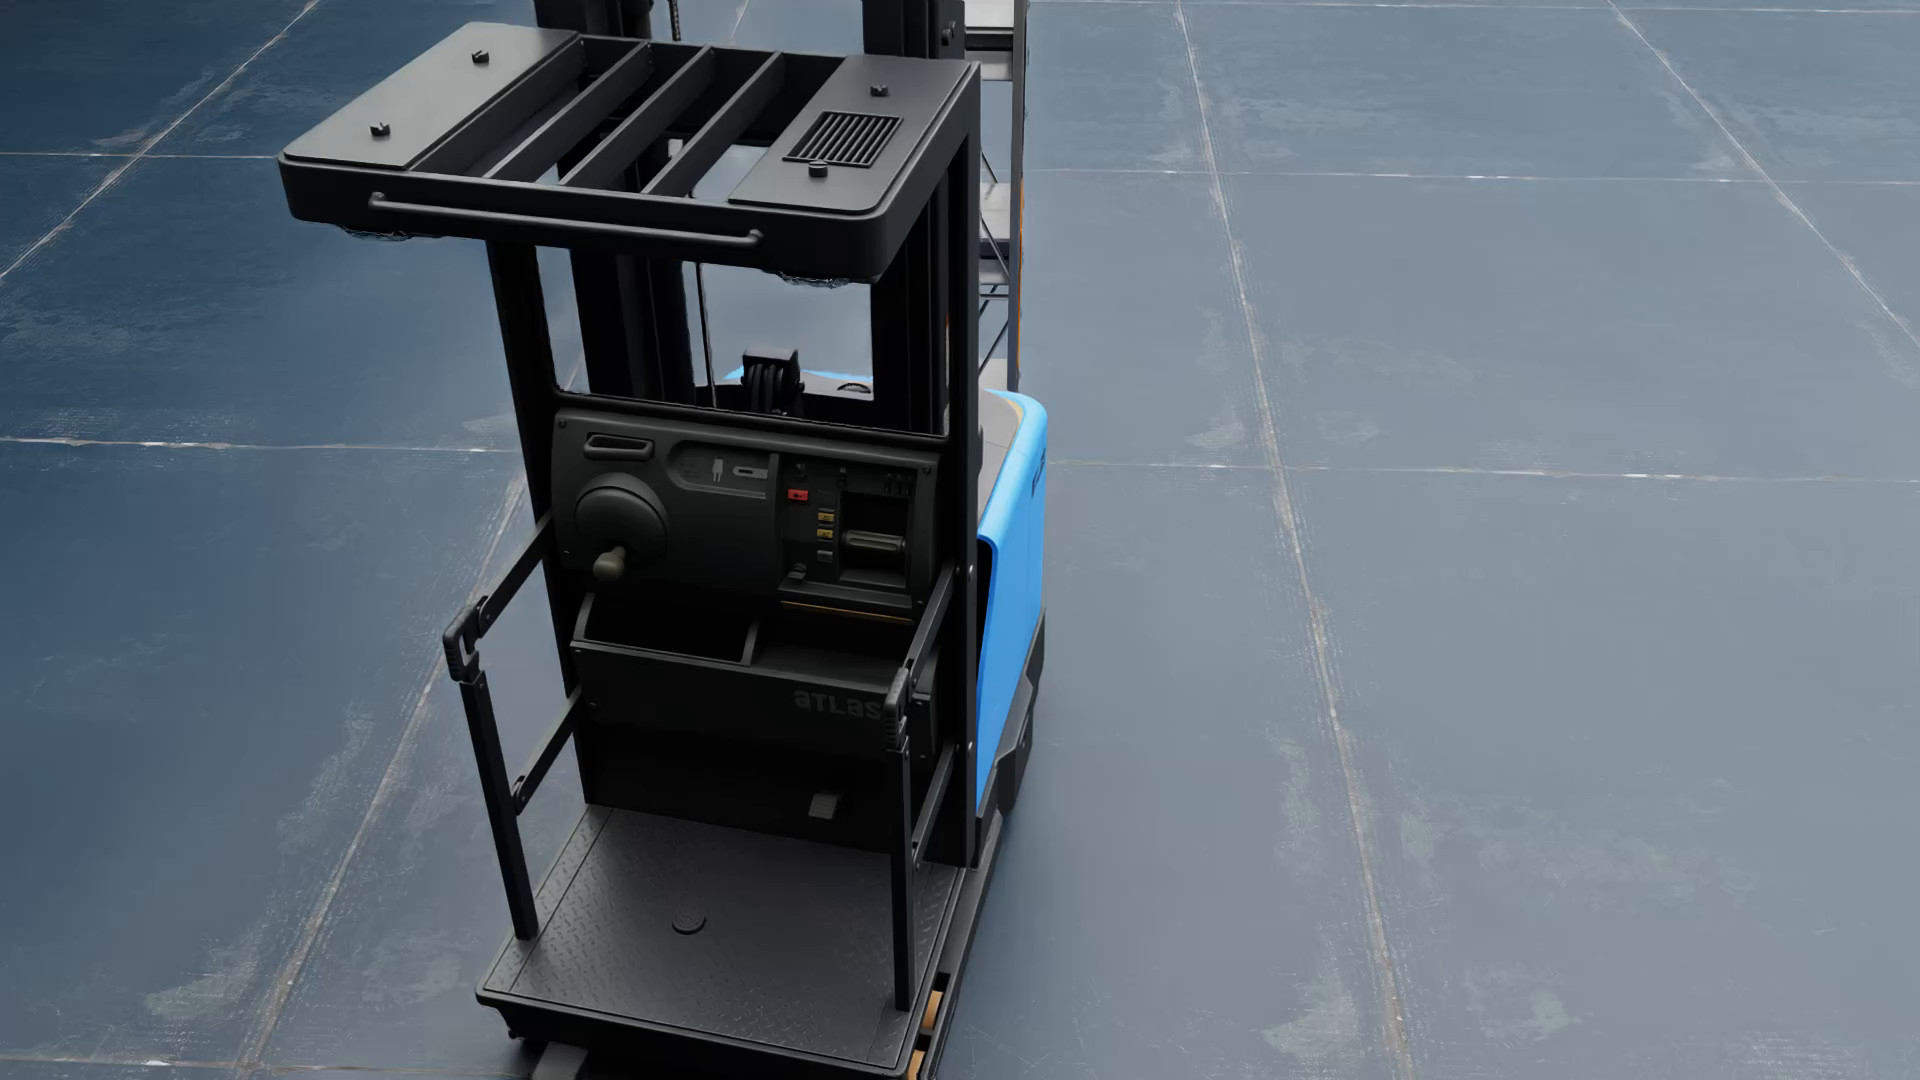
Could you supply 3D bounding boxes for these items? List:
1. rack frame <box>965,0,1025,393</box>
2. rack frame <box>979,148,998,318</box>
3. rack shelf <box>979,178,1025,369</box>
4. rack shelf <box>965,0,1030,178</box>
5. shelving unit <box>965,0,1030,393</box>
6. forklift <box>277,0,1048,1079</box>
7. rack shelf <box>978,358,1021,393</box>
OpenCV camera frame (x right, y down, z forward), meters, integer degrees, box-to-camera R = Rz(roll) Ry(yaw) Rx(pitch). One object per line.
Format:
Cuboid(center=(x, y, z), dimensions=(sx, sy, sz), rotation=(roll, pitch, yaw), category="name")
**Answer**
Cuboid(center=(-0.003, -0.814, 5.582), dimensions=(0.400, 2.100, 0.015), rotation=(1, 35, 2), category="rack frame")
Cuboid(center=(0.016, -1.094, 5.981), dimensions=(0.400, 2.100, 0.015), rotation=(1, 35, 2), category="rack frame")
Cuboid(center=(0.007, -0.943, 5.789), dimensions=(0.431, 0.518, 0.480), rotation=(1, 35, 2), category="rack shelf")
Cuboid(center=(0.007, -1.516, 5.387), dimensions=(0.431, 0.518, 0.480), rotation=(1, 35, 2), category="rack shelf")
Cuboid(center=(0.007, -0.954, 5.782), dimensions=(0.431, 2.100, 0.503), rotation=(1, 35, 2), category="shelving unit")
Cuboid(center=(-0.555, 0.004, 3.696), dimensions=(1.130, 2.935, 3.031), rotation=(8, 36, 11), category="forklift")
Cuboid(center=(0.007, -0.370, 6.192), dimensions=(0.431, 0.518, 0.480), rotation=(1, 35, 2), category="rack shelf")
